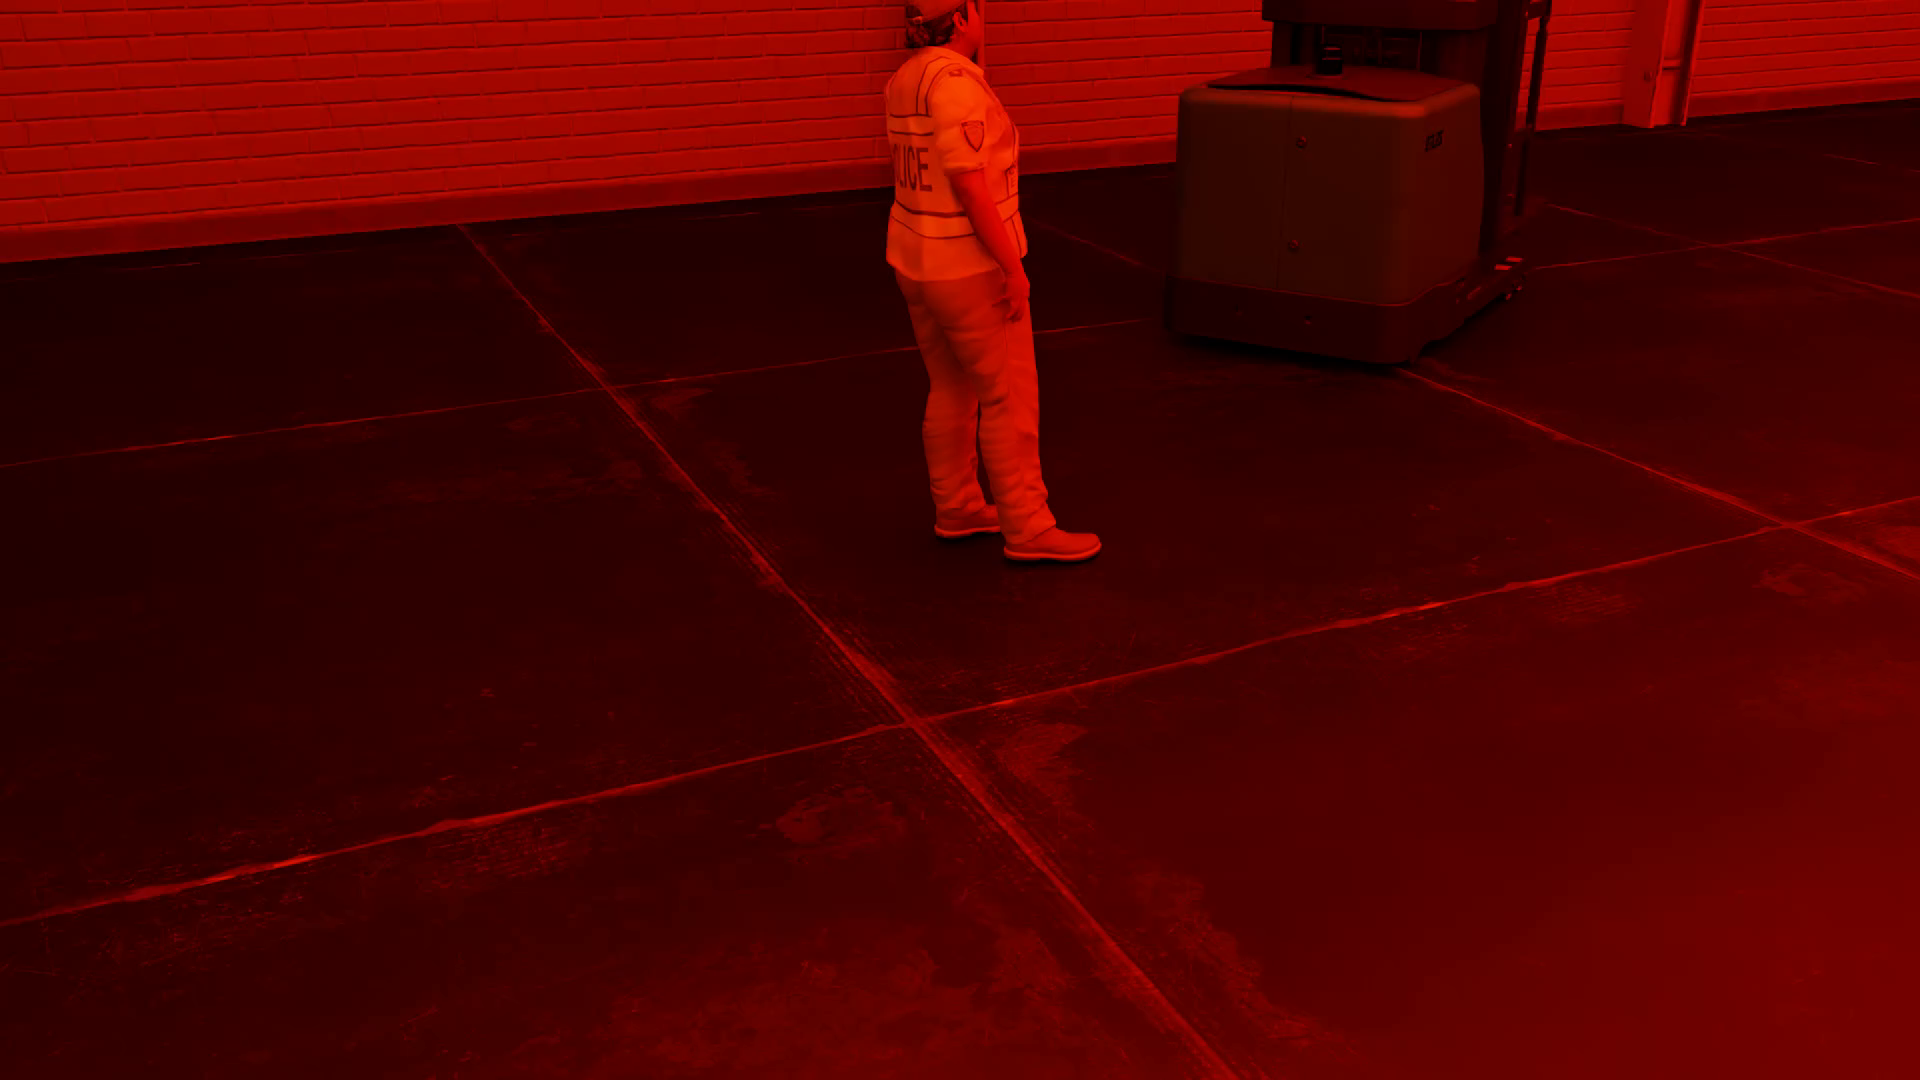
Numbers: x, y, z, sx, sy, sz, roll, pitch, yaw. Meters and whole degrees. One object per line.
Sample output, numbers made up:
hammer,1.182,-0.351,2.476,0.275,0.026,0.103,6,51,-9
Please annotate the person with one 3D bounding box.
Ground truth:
person,0.079,-0.781,4.795,0.529,1.670,0.599,-10,25,-23

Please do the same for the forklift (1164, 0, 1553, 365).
forklift,2.081,-2.568,7.469,1.130,2.935,3.031,14,26,29
